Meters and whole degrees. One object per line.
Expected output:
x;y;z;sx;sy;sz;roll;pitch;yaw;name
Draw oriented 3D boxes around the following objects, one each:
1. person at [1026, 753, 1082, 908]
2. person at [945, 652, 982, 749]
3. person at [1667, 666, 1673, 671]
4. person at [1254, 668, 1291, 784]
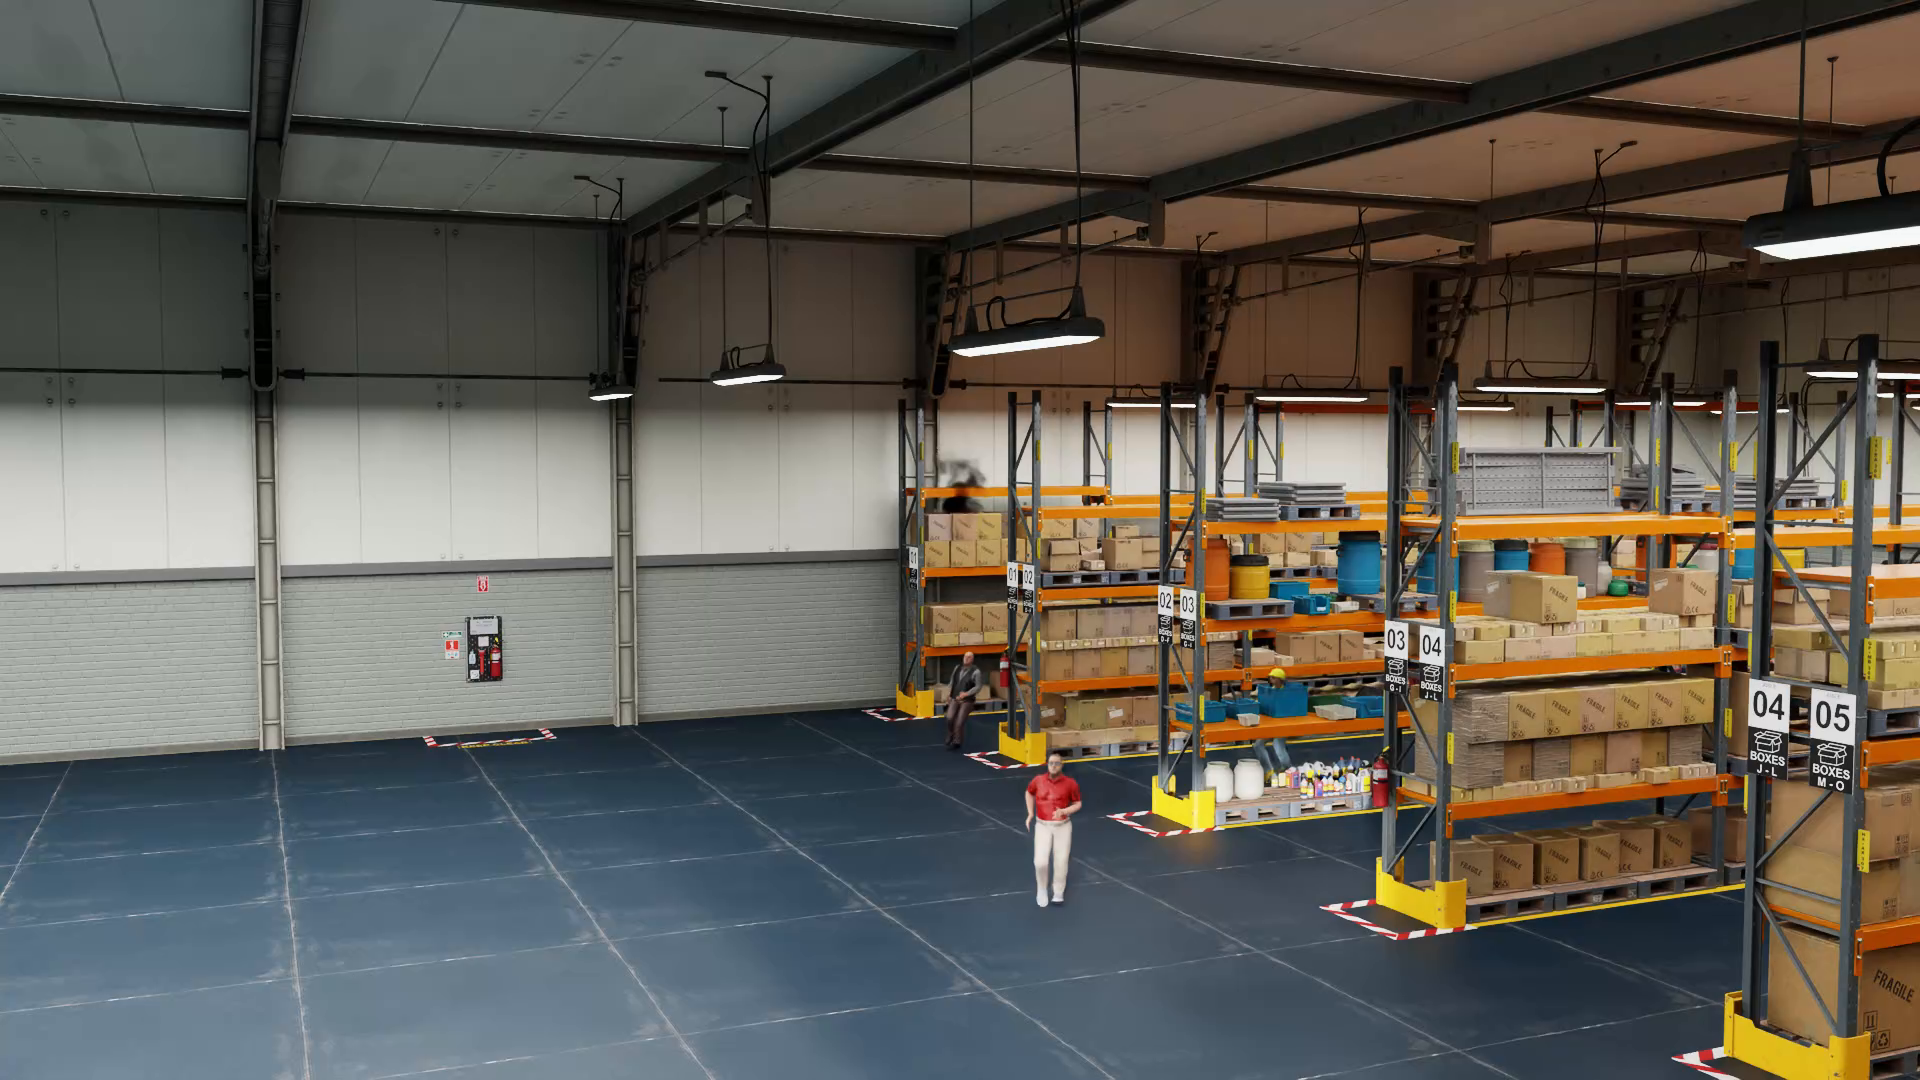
1.029;3.231;18.436;0.646;1.719;0.677;0;3;7;person
0.038;2.697;27.851;0.662;1.652;0.612;1;4;23;person
12.410;2.611;29.647;0.553;1.624;0.541;-2;4;-31;person
4.733;2.815;25.053;0.692;1.785;0.685;-2;4;-31;person
